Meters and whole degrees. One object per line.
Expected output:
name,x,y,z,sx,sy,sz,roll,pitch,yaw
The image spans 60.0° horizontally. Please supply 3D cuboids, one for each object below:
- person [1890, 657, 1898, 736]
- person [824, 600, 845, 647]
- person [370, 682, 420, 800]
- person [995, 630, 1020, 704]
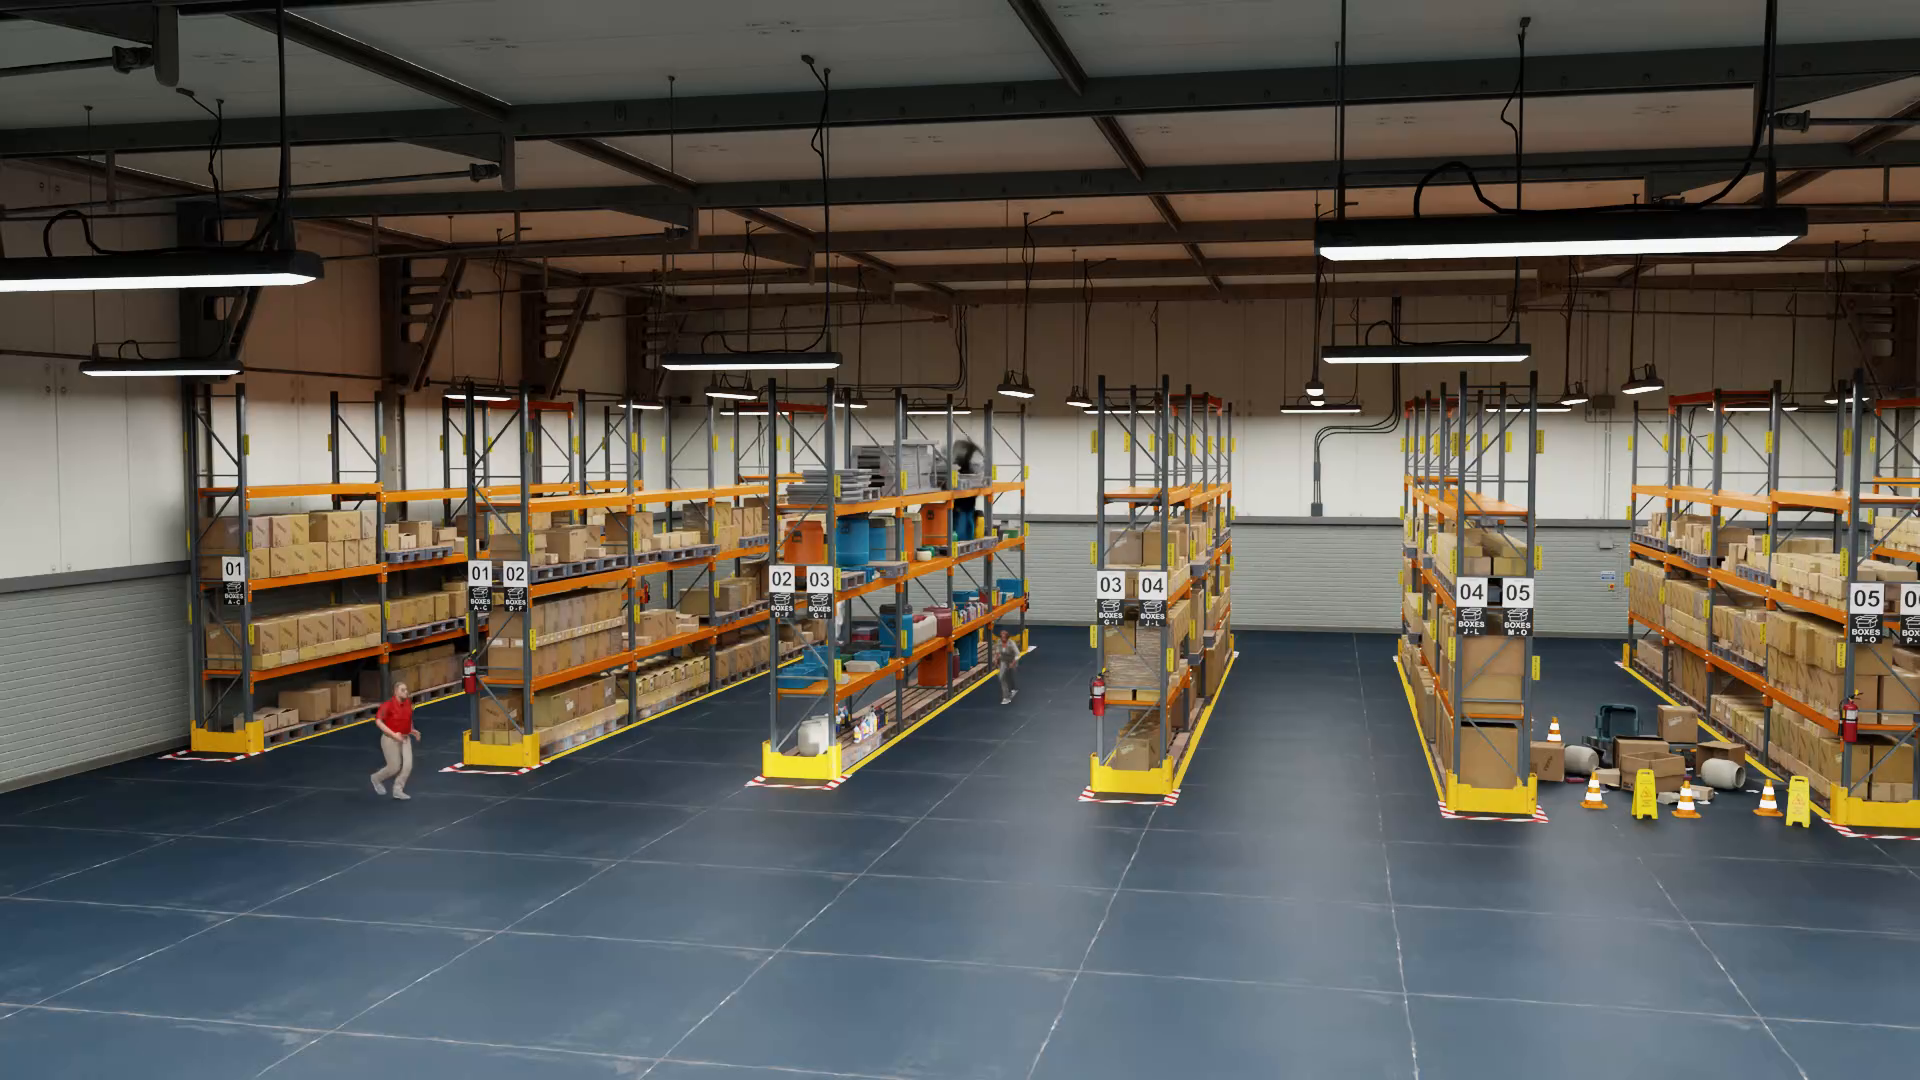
person,15.325,2.547,27.828,0.710,1.756,0.727,1,3,15
person,-2.889,1.955,37.793,0.650,1.813,0.828,1,3,12
person,-8.019,2.834,23.518,0.698,1.673,0.662,2,4,30
person,0.977,2.425,32.299,0.536,1.444,0.994,1,4,22
